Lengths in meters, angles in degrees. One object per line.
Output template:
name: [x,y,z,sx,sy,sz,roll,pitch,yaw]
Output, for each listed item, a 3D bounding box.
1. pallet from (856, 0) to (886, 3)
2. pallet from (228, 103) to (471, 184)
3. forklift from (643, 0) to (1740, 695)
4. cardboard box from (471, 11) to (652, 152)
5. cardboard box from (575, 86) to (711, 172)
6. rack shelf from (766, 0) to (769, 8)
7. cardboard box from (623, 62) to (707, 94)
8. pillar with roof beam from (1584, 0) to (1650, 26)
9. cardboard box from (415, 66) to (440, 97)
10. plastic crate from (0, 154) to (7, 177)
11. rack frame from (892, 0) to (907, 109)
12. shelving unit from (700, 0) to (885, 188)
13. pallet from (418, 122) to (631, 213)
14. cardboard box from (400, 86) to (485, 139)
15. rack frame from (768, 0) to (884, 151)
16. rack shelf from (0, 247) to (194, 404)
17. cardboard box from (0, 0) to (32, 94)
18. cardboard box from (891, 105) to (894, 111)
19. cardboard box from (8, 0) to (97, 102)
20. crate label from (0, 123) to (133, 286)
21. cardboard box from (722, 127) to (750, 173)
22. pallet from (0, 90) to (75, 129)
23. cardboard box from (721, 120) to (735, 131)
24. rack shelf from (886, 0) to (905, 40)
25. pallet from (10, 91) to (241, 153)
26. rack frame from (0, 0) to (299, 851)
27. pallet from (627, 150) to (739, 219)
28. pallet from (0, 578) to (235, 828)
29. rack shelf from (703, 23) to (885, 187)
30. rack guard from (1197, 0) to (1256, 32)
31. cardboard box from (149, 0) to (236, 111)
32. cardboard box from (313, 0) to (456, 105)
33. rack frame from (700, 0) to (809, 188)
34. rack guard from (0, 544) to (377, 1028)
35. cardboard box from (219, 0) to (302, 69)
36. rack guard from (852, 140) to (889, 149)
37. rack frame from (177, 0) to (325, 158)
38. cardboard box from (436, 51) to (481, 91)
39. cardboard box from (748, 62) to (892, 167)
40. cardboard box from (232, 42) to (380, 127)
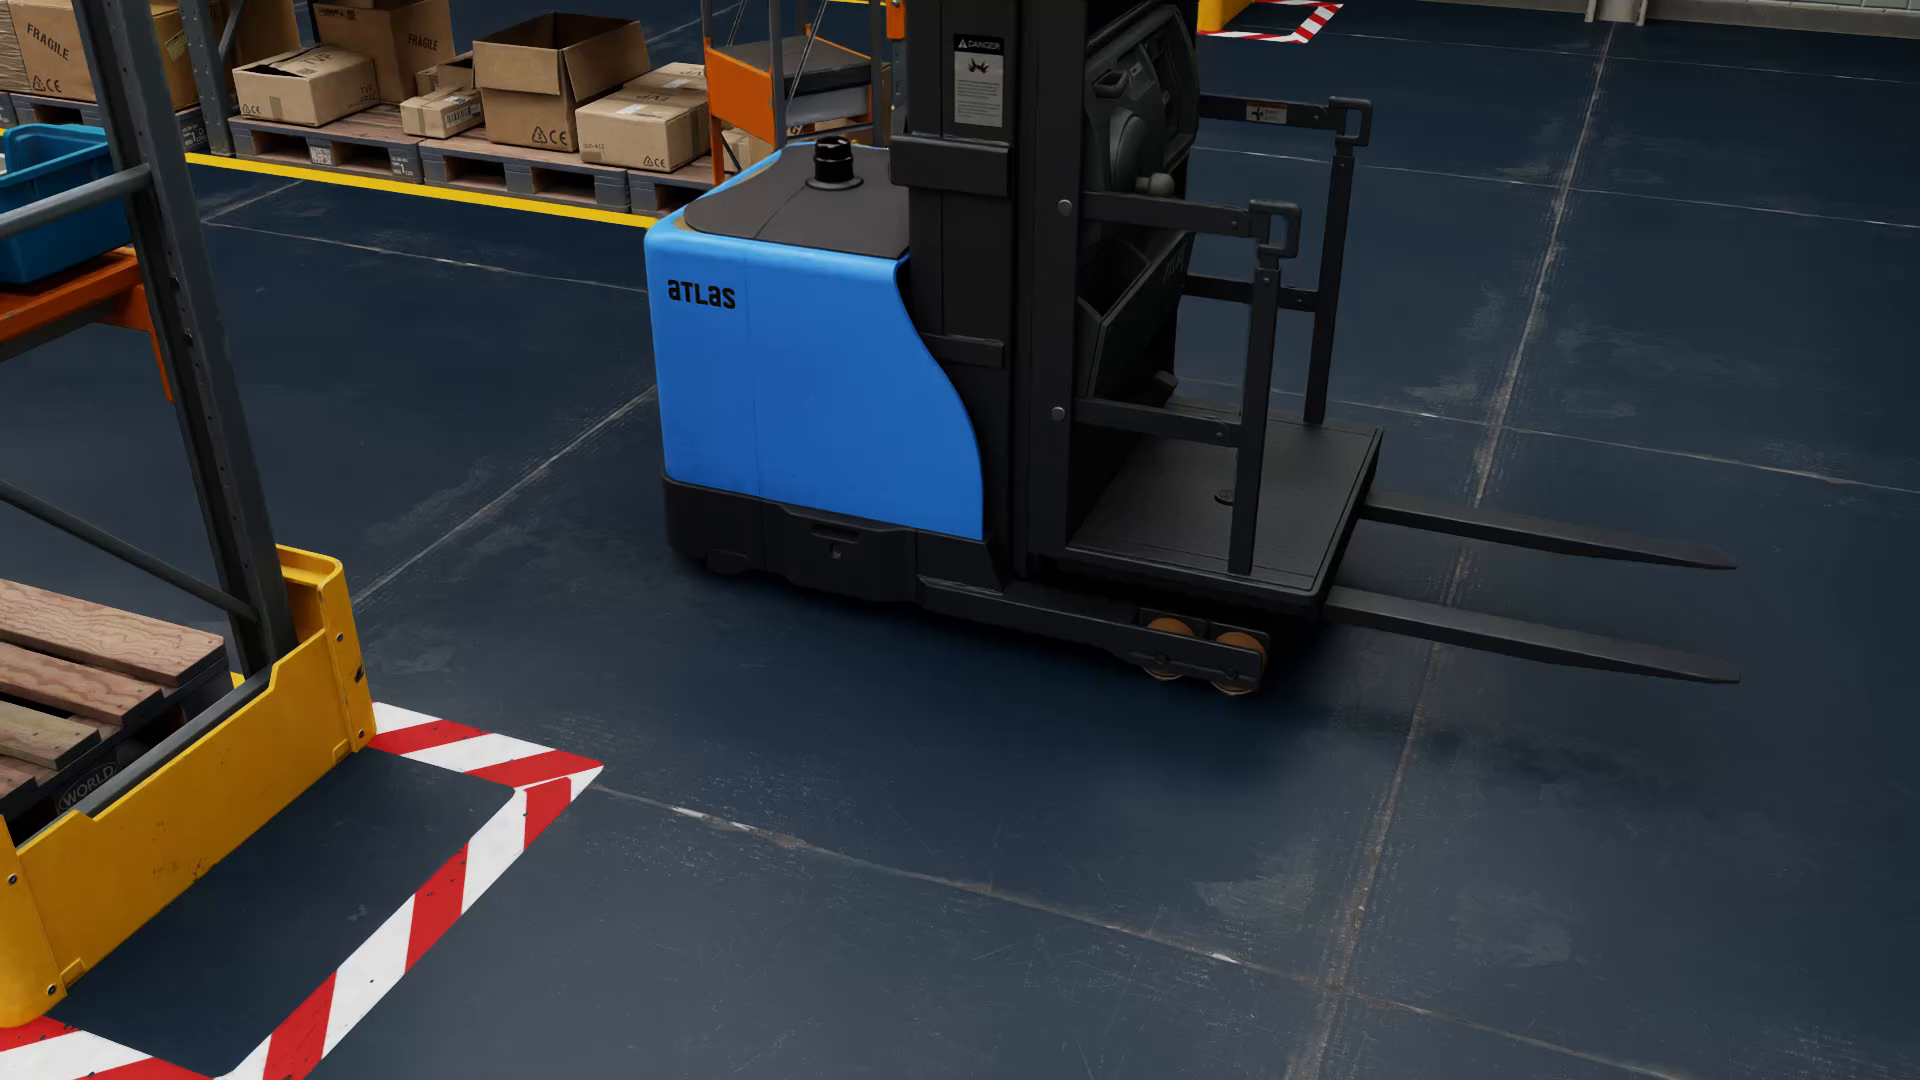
pallet: [-0.086,-4.220,12.502,1.213,0.211,1.003,11,31,19]
pallet: [-3.118,-2.234,8.989,1.213,0.211,1.003,11,31,19]
forklift: [0.671,-1.154,4.312,3.031,2.935,1.130,11,31,19]
cardboard box: [-2.011,-2.335,8.423,0.637,0.503,0.797,11,31,19]
cardboard box: [-1.513,-2.008,8.102,0.500,0.250,0.500,11,31,19]
rack shelf: [-0.564,-2.038,5.327,0.431,0.518,0.480,-18,34,-29]
cardboard box: [-1.372,-2.245,8.521,0.500,0.250,0.500,11,31,19]
pillar with roof beam: [3.020,-5.639,6.081,0.400,9.000,9.100,11,31,19]
cardboard box: [-2.750,-2.508,9.089,0.250,0.149,0.380,11,31,19]
plastic crate: [-2.285,-0.782,3.793,0.298,0.136,0.250,11,31,19]
rack frame: [-0.048,-2.836,7.219,0.127,3.000,1.000,11,31,19]
shelving unit: [-0.564,-1.440,5.664,0.431,2.100,0.503,-18,34,-29]
pallet: [-1.984,-2.009,8.591,1.213,0.211,1.003,11,31,19]
cardboard box: [-2.641,-2.202,8.530,0.250,0.166,0.380,11,31,19]
rack frame: [-0.428,-1.341,5.488,0.400,2.100,0.015,-18,34,-29]
rack shelf: [-3.767,-0.635,4.056,4.000,0.370,1.077,11,31,19]
cardboard box: [-5.239,-2.828,9.298,0.500,0.500,0.500,12,32,20]
cardboard box: [-0.307,-2.021,8.226,0.250,0.149,0.380,11,31,19]
cardboard box: [-4.774,-2.735,9.134,0.500,0.500,0.500,11,31,19]
crate label: [-2.019,-0.727,3.597,0.303,0.233,0.416,11,31,19]
cardboard box: [-0.986,-1.898,7.992,0.250,0.166,0.380,11,31,19]
pallet: [-5.657,-2.720,9.848,1.213,0.211,1.003,11,31,19]
cardboard box: [-0.908,-2.153,8.358,0.500,0.250,0.500,11,31,19]
rack shelf: [-1.901,-2.893,8.051,4.000,0.370,1.077,11,31,19]
pallet: [-4.522,-2.495,9.450,1.213,0.211,1.003,11,31,19]
rack frame: [-1.914,-0.578,3.224,0.127,3.000,1.000,11,31,19]
pallet: [-0.857,-1.783,8.190,1.213,0.211,1.003,11,31,19]
pallet: [-2.663,0.466,4.212,1.213,0.211,1.003,11,31,19]
rack shelf: [-0.564,-1.428,5.671,0.431,0.518,0.480,-18,34,-29]
rack guard: [1.833,-4.003,11.823,0.348,0.500,1.175,11,31,19]
cardboard box: [-4.319,-2.640,8.965,0.500,0.500,0.500,11,31,19]
cardboard box: [-3.120,-2.703,9.077,0.500,0.500,0.500,11,31,19]
rack frame: [-0.699,-1.540,5.841,0.400,2.100,0.015,-18,34,-29]
rack guard: [-1.886,0.509,3.842,0.348,0.500,1.175,11,31,19]
cardboard box: [-4.111,-2.880,9.390,0.500,0.500,0.500,10,31,17]
rack guard: [-0.118,-1.762,7.859,0.348,0.500,1.175,11,31,19]
rack frame: [-3.754,-3.576,8.528,0.127,3.000,1.000,11,31,19]
cardboard box: [-2.425,-2.482,8.878,0.500,0.311,0.500,11,31,19]
cardboard box: [-0.644,-1.928,7.705,0.500,0.500,0.500,11,31,19]
cardboard box: [-3.447,-2.421,8.770,0.500,0.311,0.500,11,31,19]
